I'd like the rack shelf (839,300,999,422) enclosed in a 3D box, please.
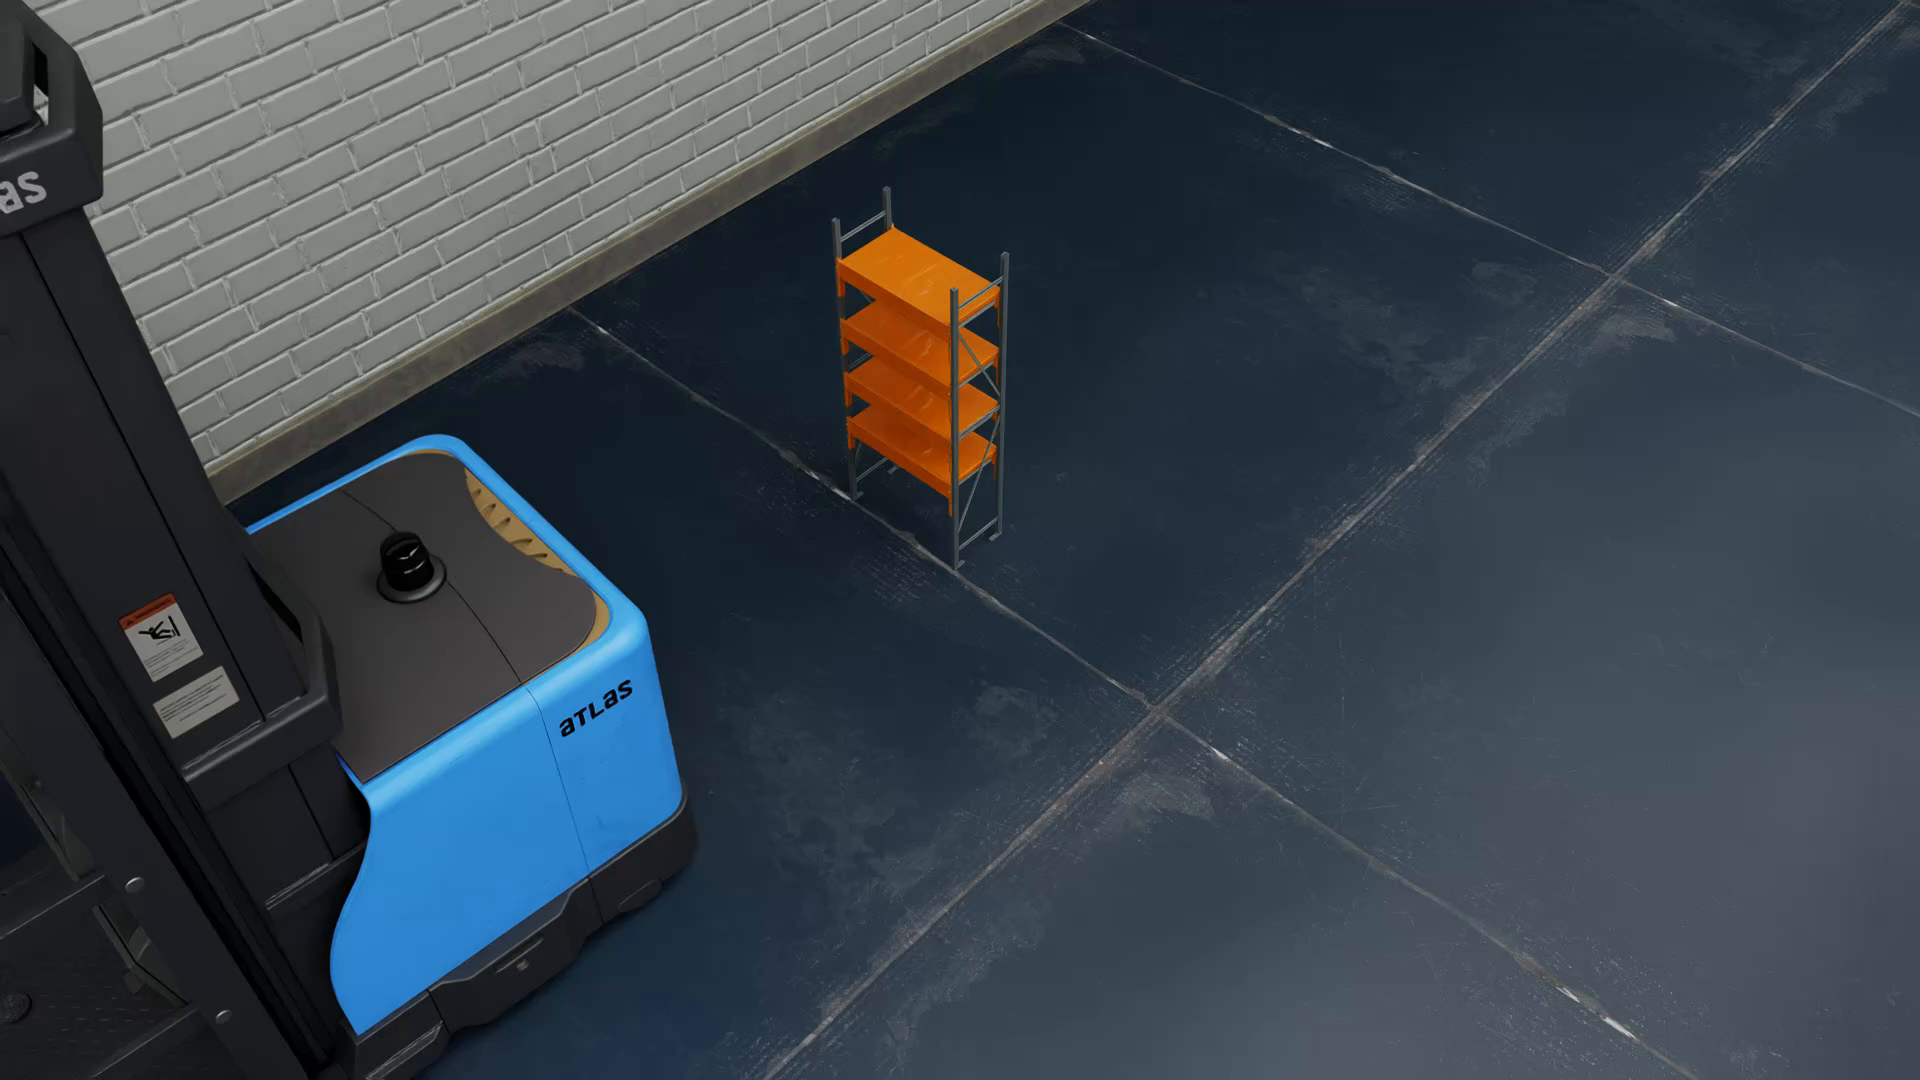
[{"bbox_3d":[-0.122,-0.600,5.275,0.480,0.148,0.258,34,55,28],"label":"rack shelf"}]

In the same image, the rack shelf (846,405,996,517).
[{"bbox_3d":[-0.122,-0.311,5.583,0.480,0.148,0.258,34,55,28],"label":"rack shelf"}]

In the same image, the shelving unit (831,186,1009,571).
[{"bbox_3d":[-0.122,-0.493,5.389,0.503,1.200,0.258,34,55,28],"label":"shelving unit"}]

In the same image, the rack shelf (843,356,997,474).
[{"bbox_3d":[-0.122,-0.446,5.438,0.480,0.148,0.258,34,55,28],"label":"rack shelf"}]

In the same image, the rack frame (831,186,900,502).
[{"bbox_3d":[-0.301,-0.613,5.503,0.015,1.200,0.240,34,55,28],"label":"rack frame"}]

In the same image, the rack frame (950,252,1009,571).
[{"bbox_3d":[0.058,-0.372,5.276,0.015,1.200,0.240,34,55,28],"label":"rack frame"}]

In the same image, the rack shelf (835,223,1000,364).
[{"bbox_3d":[-0.122,-0.762,5.103,0.480,0.148,0.258,34,55,28],"label":"rack shelf"}]

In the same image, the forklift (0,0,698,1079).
[{"bbox_3d":[-2.185,0.402,3.362,3.031,2.935,1.130,-34,55,-28],"label":"forklift"}]
